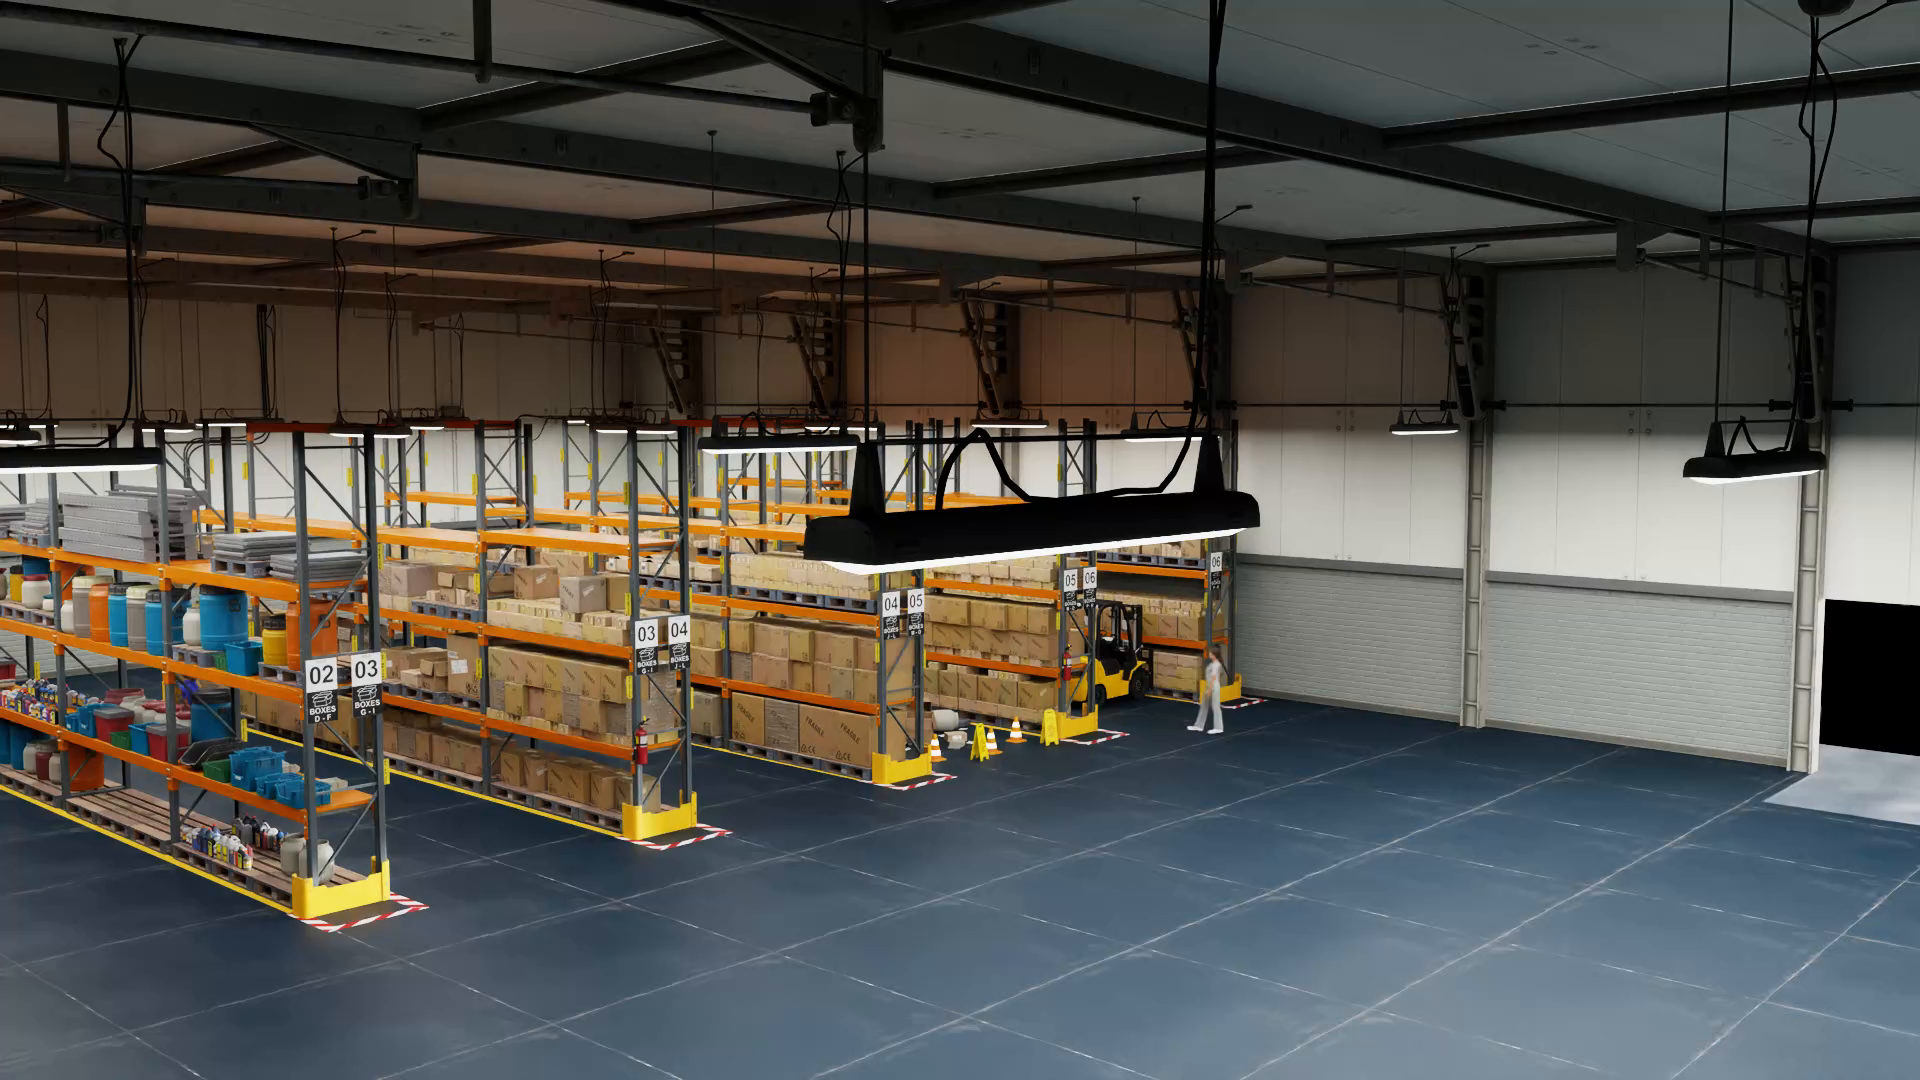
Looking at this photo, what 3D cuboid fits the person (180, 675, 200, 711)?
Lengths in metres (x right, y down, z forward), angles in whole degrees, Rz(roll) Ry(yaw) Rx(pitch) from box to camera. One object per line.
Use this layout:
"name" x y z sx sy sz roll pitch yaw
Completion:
"person" -13.786 3.093 29.784 0.939 1.602 0.391 3 6 36

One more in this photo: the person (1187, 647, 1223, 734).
"person" 4.751 2.892 31.987 0.621 1.664 0.509 -1 5 -14

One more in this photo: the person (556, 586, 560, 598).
"person" -10.525 1.944 43.214 0.560 1.731 0.422 -2 5 -26
